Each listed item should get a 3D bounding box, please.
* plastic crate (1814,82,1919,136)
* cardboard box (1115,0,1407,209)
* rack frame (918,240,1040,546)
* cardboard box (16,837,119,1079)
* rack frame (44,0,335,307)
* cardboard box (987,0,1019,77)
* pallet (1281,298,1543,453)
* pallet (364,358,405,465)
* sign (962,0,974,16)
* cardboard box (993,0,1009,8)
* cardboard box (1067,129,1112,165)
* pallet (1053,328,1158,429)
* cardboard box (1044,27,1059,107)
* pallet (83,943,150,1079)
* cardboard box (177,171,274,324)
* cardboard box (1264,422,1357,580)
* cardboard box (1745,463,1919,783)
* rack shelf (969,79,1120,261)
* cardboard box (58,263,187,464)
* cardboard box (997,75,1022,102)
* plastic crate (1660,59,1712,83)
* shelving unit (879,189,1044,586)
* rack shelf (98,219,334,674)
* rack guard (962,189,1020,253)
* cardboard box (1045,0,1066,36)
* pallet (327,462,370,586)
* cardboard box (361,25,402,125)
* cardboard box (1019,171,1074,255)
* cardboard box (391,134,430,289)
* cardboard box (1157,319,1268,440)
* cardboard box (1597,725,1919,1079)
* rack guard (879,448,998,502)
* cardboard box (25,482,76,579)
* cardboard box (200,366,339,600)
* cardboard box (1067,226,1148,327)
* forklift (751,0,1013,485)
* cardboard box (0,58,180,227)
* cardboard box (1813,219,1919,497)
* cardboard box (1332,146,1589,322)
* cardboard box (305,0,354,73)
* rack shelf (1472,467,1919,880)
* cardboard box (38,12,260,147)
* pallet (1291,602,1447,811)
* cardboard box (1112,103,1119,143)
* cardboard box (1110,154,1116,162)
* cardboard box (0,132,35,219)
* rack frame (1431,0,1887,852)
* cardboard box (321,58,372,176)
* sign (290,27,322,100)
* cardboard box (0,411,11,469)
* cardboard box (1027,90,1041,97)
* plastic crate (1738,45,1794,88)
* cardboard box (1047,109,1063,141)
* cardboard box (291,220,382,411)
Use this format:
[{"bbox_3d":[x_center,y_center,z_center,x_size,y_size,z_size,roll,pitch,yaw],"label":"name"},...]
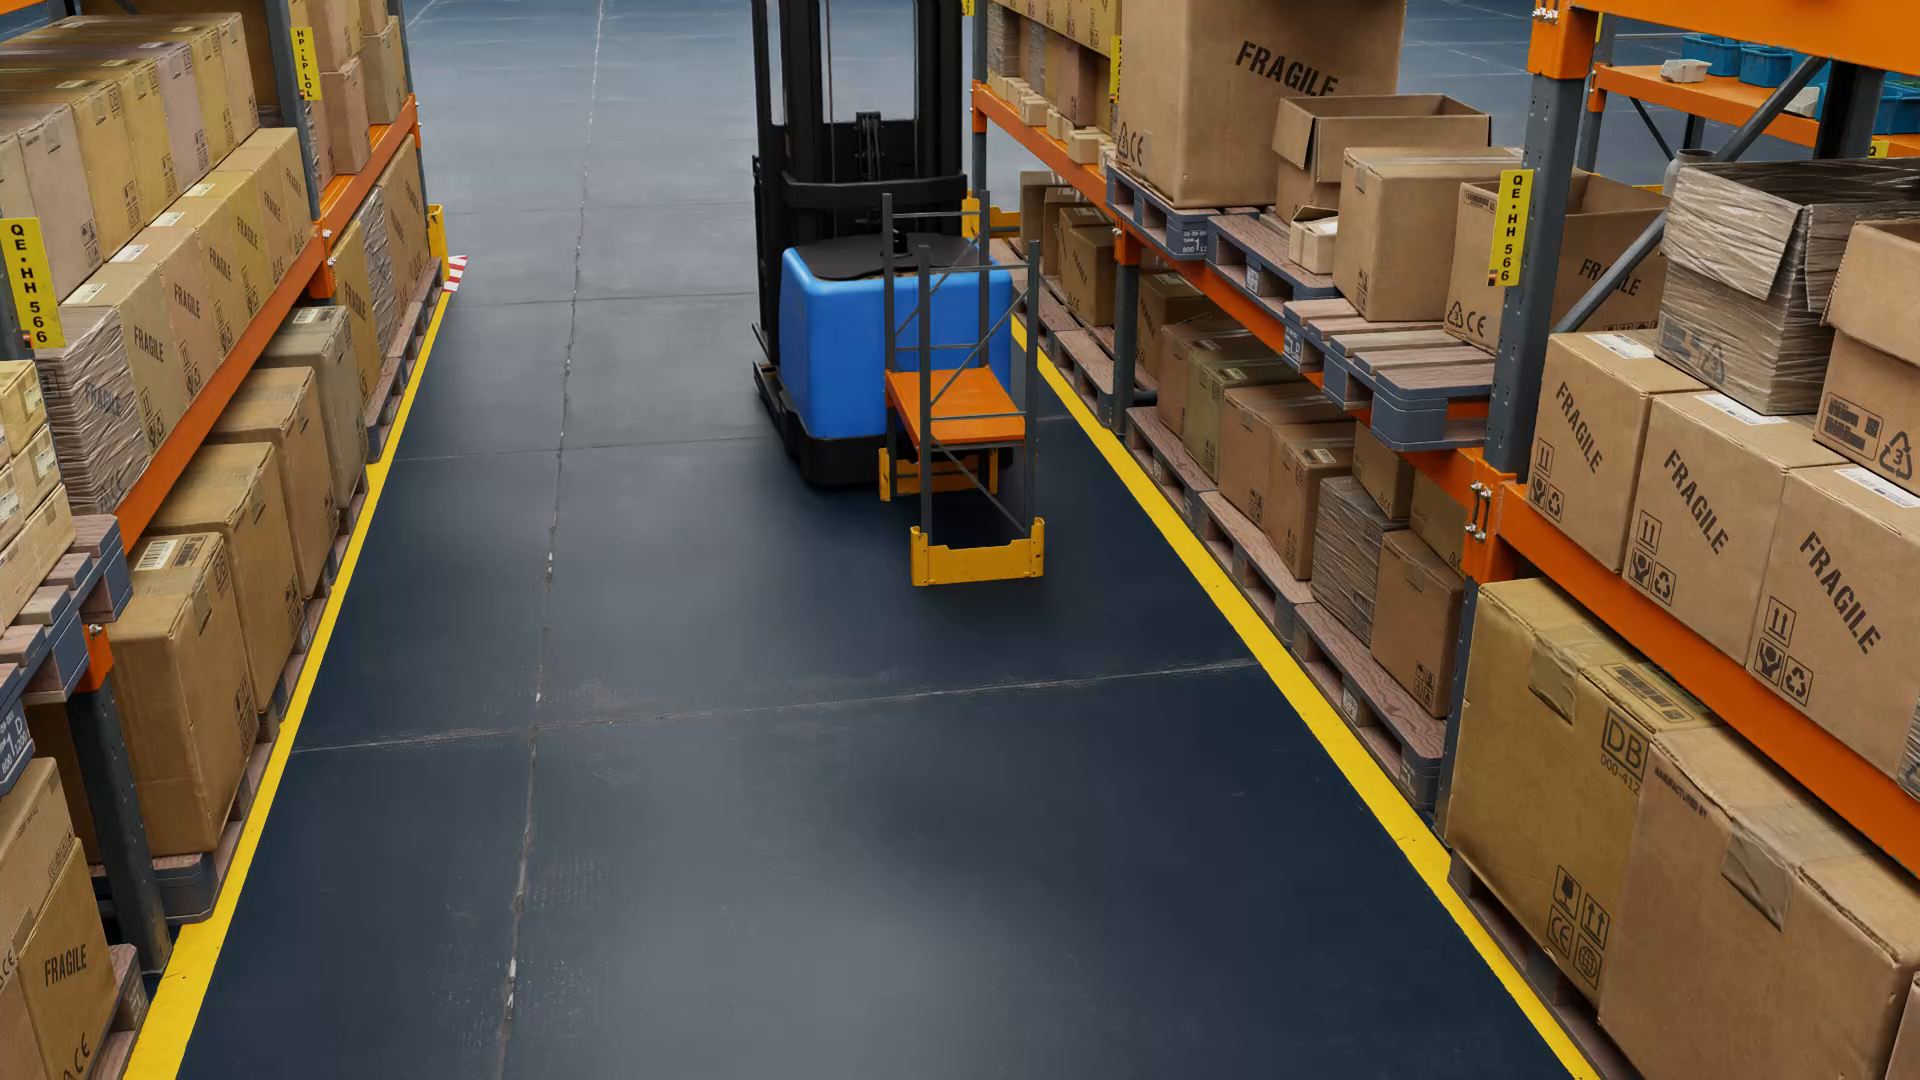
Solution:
[{"bbox_3d":[5.727,-2.706,10.383,0.499,0.251,0.616,-4,24,-10],"label":"plastic crate"},{"bbox_3d":[1.341,-2.137,7.620,1.000,1.000,1.000,-4,24,-9],"label":"cardboard box"},{"bbox_3d":[0.078,-0.521,7.069,0.500,1.500,0.032,-4,24,-10],"label":"rack frame"},{"bbox_3d":[-2.443,1.101,4.080,0.500,0.500,0.500,-4,24,-10],"label":"cardboard box"},{"bbox_3d":[-3.562,-1.665,7.814,1.000,3.000,0.127,-4,24,-10],"label":"rack frame"},{"bbox_3d":[0.666,-3.529,11.586,0.875,0.500,0.500,-4,24,-10],"label":"cardboard box"},{"bbox_3d":[1.835,-0.603,5.623,1.213,0.211,1.003,-4,24,-10],"label":"pallet"},{"bbox_3d":[-3.625,-0.692,9.070,1.003,0.211,1.213,-4,24,-10],"label":"pallet"},{"bbox_3d":[0.059,-3.922,11.901,0.100,0.325,0.005,-4,24,-10],"label":"sign"},{"bbox_3d":[0.511,-3.772,10.893,0.500,0.500,0.500,-4,24,-10],"label":"cardboard box"},{"bbox_3d":[0.823,-2.232,9.426,0.380,0.149,0.250,-4,24,-10],"label":"cardboard box"},{"bbox_3d":[1.172,-0.976,9.721,1.003,0.211,1.213,-4,24,-10],"label":"pallet"},{"bbox_3d":[1.008,-2.944,10.247,0.875,0.500,0.500,-4,24,-10],"label":"cardboard box"},{"bbox_3d":[-2.679,1.494,4.066,1.003,0.211,1.213,-4,24,-10],"label":"pallet"},{"bbox_3d":[-3.016,-1.128,6.459,0.500,0.500,0.500,-4,24,-9],"label":"cardboard box"},{"bbox_3d":[1.701,-0.177,6.980,0.700,0.500,0.500,-2,24,-5],"label":"cardboard box"},{"bbox_3d":[2.089,0.151,3.532,0.500,0.500,0.500,-5,24,-11],"label":"cardboard box"},{"bbox_3d":[0.962,-2.449,10.509,1.077,0.370,4.000,-4,24,-10],"label":"rack shelf"},{"bbox_3d":[-2.737,-0.534,5.099,0.500,0.500,0.500,-5,24,-10],"label":"cardboard box"},{"bbox_3d":[0.469,-3.121,11.463,0.380,0.149,0.250,-4,24,-10],"label":"cardboard box"},{"bbox_3d":[5.309,-3.435,12.198,0.298,0.136,0.250,-4,24,-10],"label":"plastic crate"},{"bbox_3d":[-0.014,-0.717,7.518,0.587,1.500,1.083,-4,24,-10],"label":"shelving unit"},{"bbox_3d":[-3.192,-0.548,6.157,1.077,0.370,4.000,-4,24,-10],"label":"rack shelf"},{"bbox_3d":[0.606,-2.390,12.598,1.175,0.500,0.348,-4,24,-10],"label":"rack guard"},{"bbox_3d":[0.792,-3.182,9.543,0.500,0.500,0.500,-4,24,-10],"label":"cardboard box"},{"bbox_3d":[-3.345,-0.089,7.690,1.003,0.211,1.213,-4,24,-10],"label":"pallet"},{"bbox_3d":[-4.065,-2.950,10.568,0.875,0.550,0.550,-4,24,-10],"label":"cardboard box"},{"bbox_3d":[0.691,-2.366,12.017,0.500,0.500,0.500,0,24,0],"label":"cardboard box"},{"bbox_3d":[-4.111,-2.195,11.158,0.875,0.875,0.875,-4,24,-9],"label":"cardboard box"},{"bbox_3d":[1.424,-0.805,8.419,0.700,0.500,0.500,-6,24,-14],"label":"cardboard box"},{"bbox_3d":[2.335,0.987,3.873,1.225,0.875,0.875,-4,24,-10],"label":"cardboard box"},{"bbox_3d":[-0.106,-0.340,8.217,0.587,0.250,0.087,-4,24,-10],"label":"rack guard"},{"bbox_3d":[-2.279,-0.009,3.812,0.380,0.149,0.250,-4,24,-9],"label":"cardboard box"},{"bbox_3d":[-3.184,-0.209,6.767,1.050,0.750,0.750,-4,24,-10],"label":"cardboard box"},{"bbox_3d":[0.991,-1.662,10.407,0.500,0.500,0.500,-6,24,-14],"label":"cardboard box"},{"bbox_3d":[-0.588,-2.177,9.072,1.130,2.935,3.031,-6,24,-13],"label":"forklift"},{"bbox_3d":[-3.182,-1.374,5.775,0.700,0.500,0.500,-5,24,-10],"label":"cardboard box"},{"bbox_3d":[2.308,-0.379,3.492,0.797,0.503,0.637,-4,24,-9],"label":"cardboard box"},{"bbox_3d":[1.730,-1.079,5.822,0.700,0.500,0.500,-1,24,-2],"label":"cardboard box"},{"bbox_3d":[-3.777,-2.806,8.891,0.875,0.550,0.550,-4,24,-10],"label":"cardboard box"},{"bbox_3d":[2.441,0.698,3.304,1.077,0.370,4.000,-4,24,-10],"label":"rack shelf"},{"bbox_3d":[-3.464,-1.974,7.148,0.700,0.500,0.500,-5,24,-11],"label":"cardboard box"},{"bbox_3d":[1.928,0.552,6.223,1.003,0.211,1.213,-4,24,-10],"label":"pallet"},{"bbox_3d":[1.309,-2.356,8.900,0.875,0.500,0.500,-4,24,-10],"label":"cardboard box"},{"bbox_3d":[1.003,-1.940,8.758,0.380,0.149,0.250,-4,24,-10],"label":"cardboard box"},{"bbox_3d":[-2.895,-0.773,4.398,0.700,0.500,0.500,-4,24,-10],"label":"cardboard box"},{"bbox_3d":[2.071,-0.419,4.961,1.000,3.000,0.127,-4,24,-10],"label":"rack frame"},{"bbox_3d":[-3.750,-2.314,9.112,0.875,0.550,0.550,-4,24,-10],"label":"cardboard box"},{"bbox_3d":[-3.030,-2.203,7.699,0.100,0.325,0.005,-4,24,-10],"label":"sign"},{"bbox_3d":[-2.237,-0.184,3.469,0.380,0.149,0.250,-5,24,-10],"label":"cardboard box"},{"bbox_3d":[0.648,-2.829,10.795,0.380,0.149,0.250,-4,24,-10],"label":"cardboard box"},{"bbox_3d":[5.960,-3.433,12.049,0.499,0.251,0.408,-4,24,-10],"label":"plastic crate"},{"bbox_3d":[0.740,-2.531,10.111,0.380,0.149,0.250,-4,24,-10],"label":"cardboard box"},{"bbox_3d":[-3.609,-1.136,8.734,0.875,0.875,0.875,-4,24,-9],"label":"cardboard box"}]
